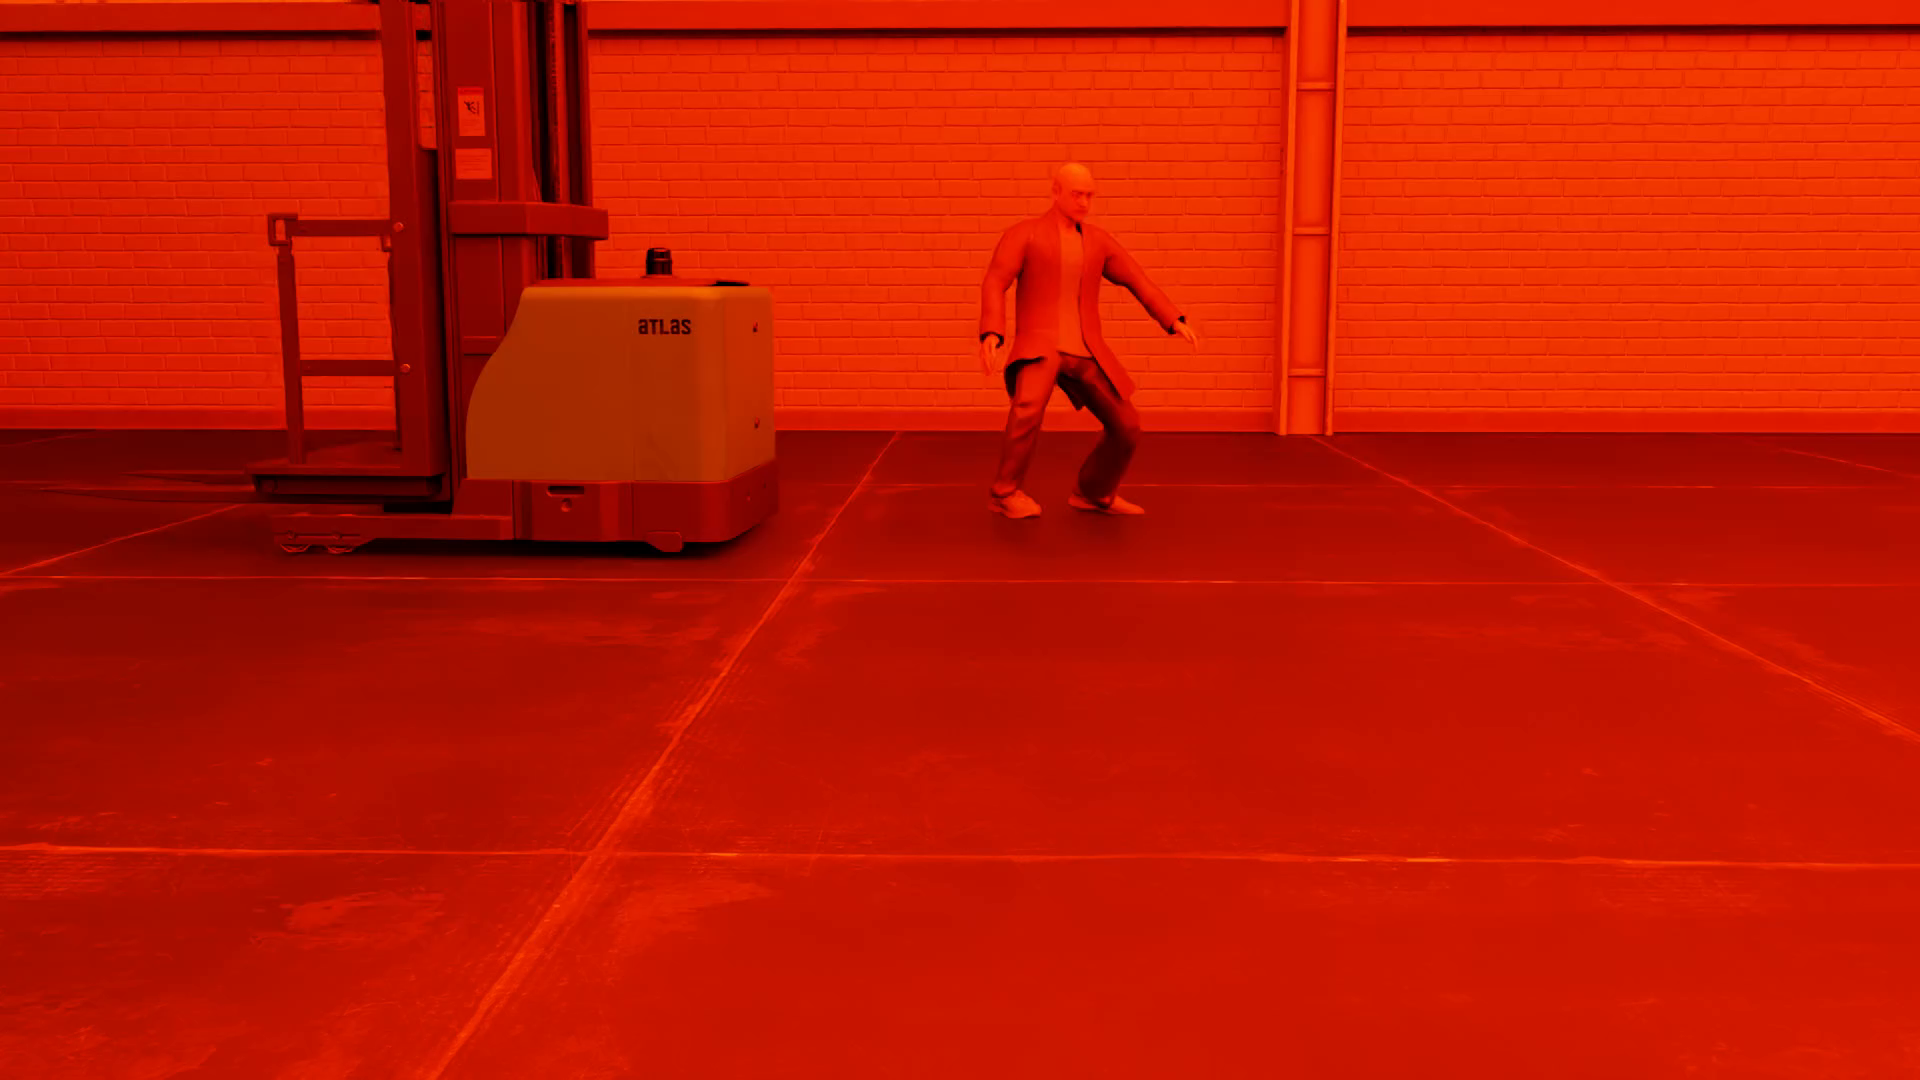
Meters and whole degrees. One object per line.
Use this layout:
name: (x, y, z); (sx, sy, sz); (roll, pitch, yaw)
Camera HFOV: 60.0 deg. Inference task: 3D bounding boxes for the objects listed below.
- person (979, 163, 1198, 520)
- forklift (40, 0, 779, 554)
person: (0.530, -0.871, 7.550); (1.002, 1.650, 0.782); (-3, 9, -20)
forklift: (-2.370, -1.469, 7.040); (3.031, 2.935, 1.130); (1, 9, 6)
